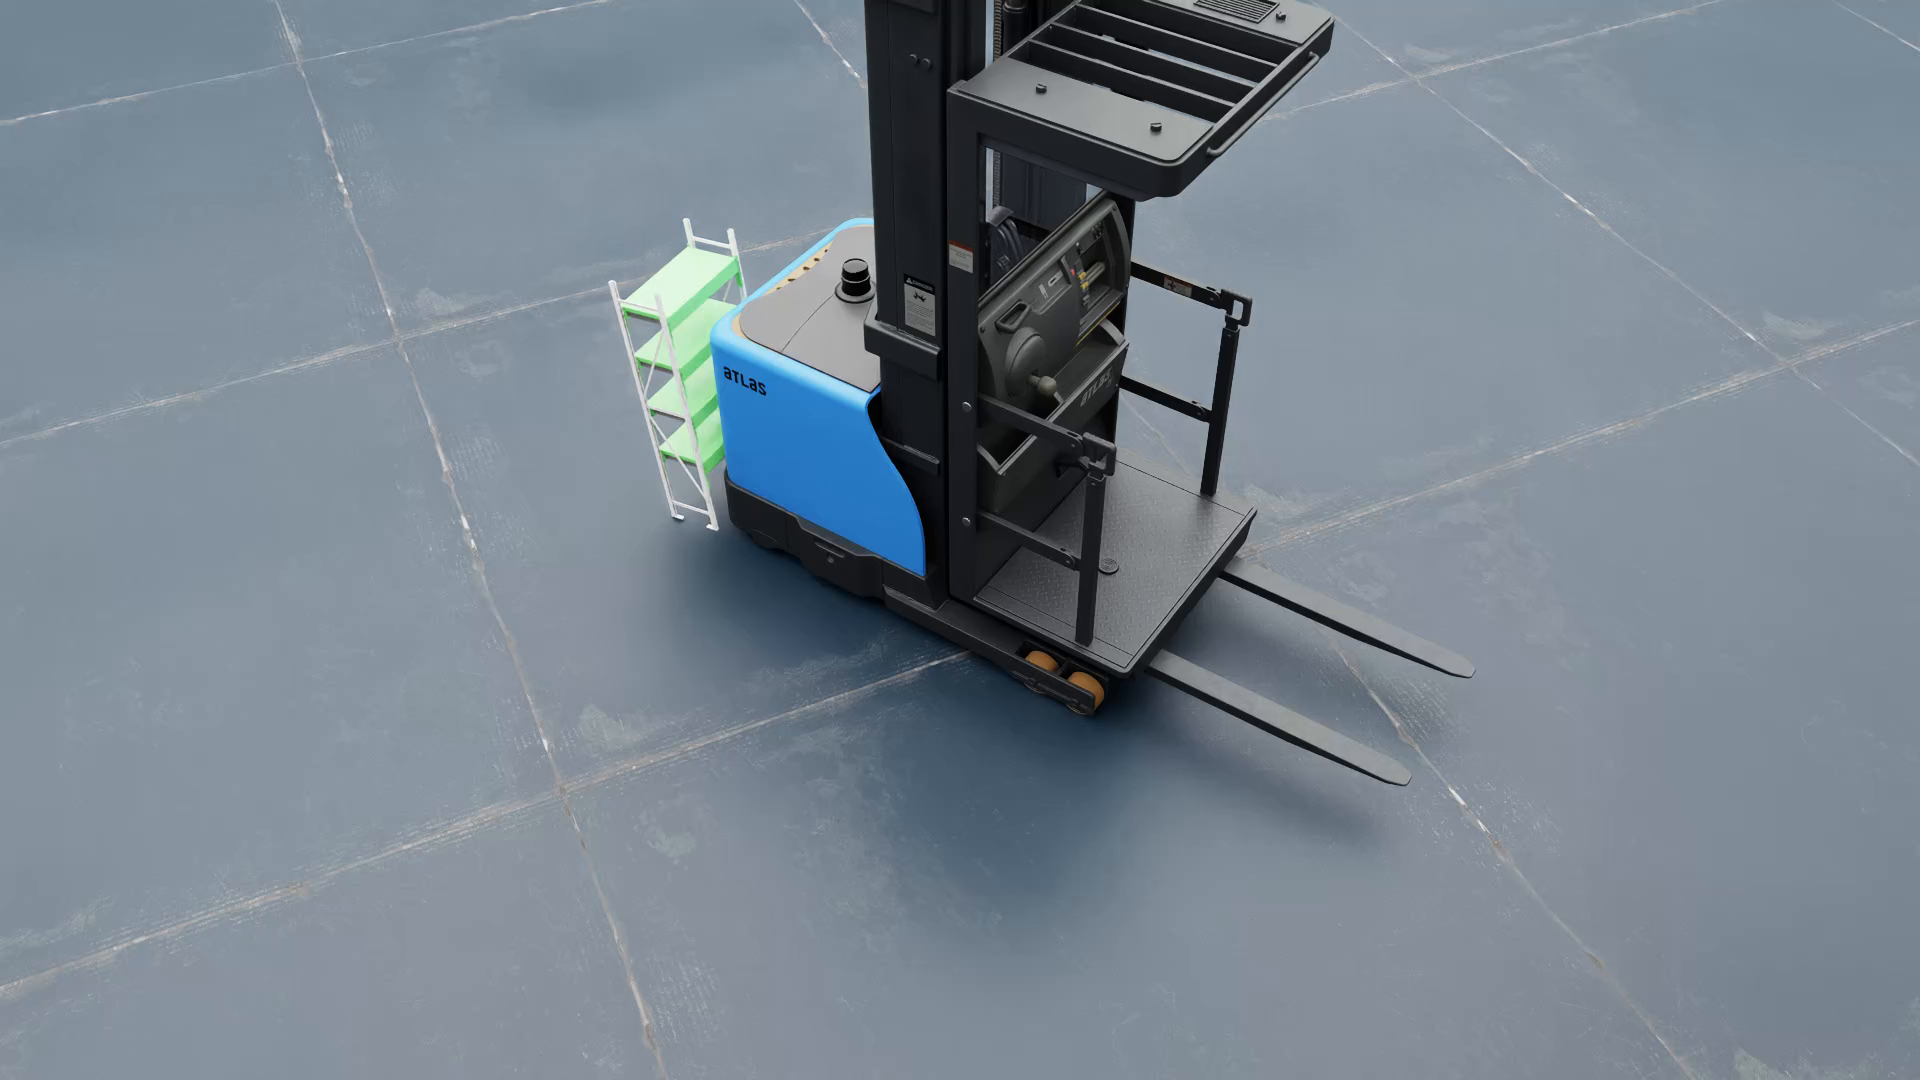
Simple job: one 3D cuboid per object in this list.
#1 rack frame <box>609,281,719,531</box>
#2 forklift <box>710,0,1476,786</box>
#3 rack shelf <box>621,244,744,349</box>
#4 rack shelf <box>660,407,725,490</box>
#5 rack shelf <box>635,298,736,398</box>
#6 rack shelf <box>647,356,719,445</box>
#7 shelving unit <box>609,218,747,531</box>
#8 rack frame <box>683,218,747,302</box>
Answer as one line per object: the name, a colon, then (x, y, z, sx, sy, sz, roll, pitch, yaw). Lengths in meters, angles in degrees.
rack frame: (-1.196, -0.521, 6.776, 0.240, 1.200, 0.015, 17, 47, 25)
forklift: (0.518, -0.798, 5.841, 3.031, 2.935, 1.130, 25, 50, 23)
rack shelf: (-1.115, -0.980, 6.652, 0.258, 0.148, 0.480, 17, 47, 25)
rack shelf: (-1.050, -0.445, 7.129, 0.258, 0.148, 0.480, 17, 47, 25)
rack shelf: (-1.093, -0.802, 6.811, 0.258, 0.148, 0.480, 17, 47, 25)
rack shelf: (-1.071, -0.623, 6.970, 0.258, 0.148, 0.480, 17, 47, 25)
shelving unit: (-1.077, -0.671, 6.928, 0.258, 1.200, 0.503, 17, 47, 25)
rack frame: (-0.959, -0.820, 7.080, 0.240, 1.200, 0.015, 17, 47, 25)
